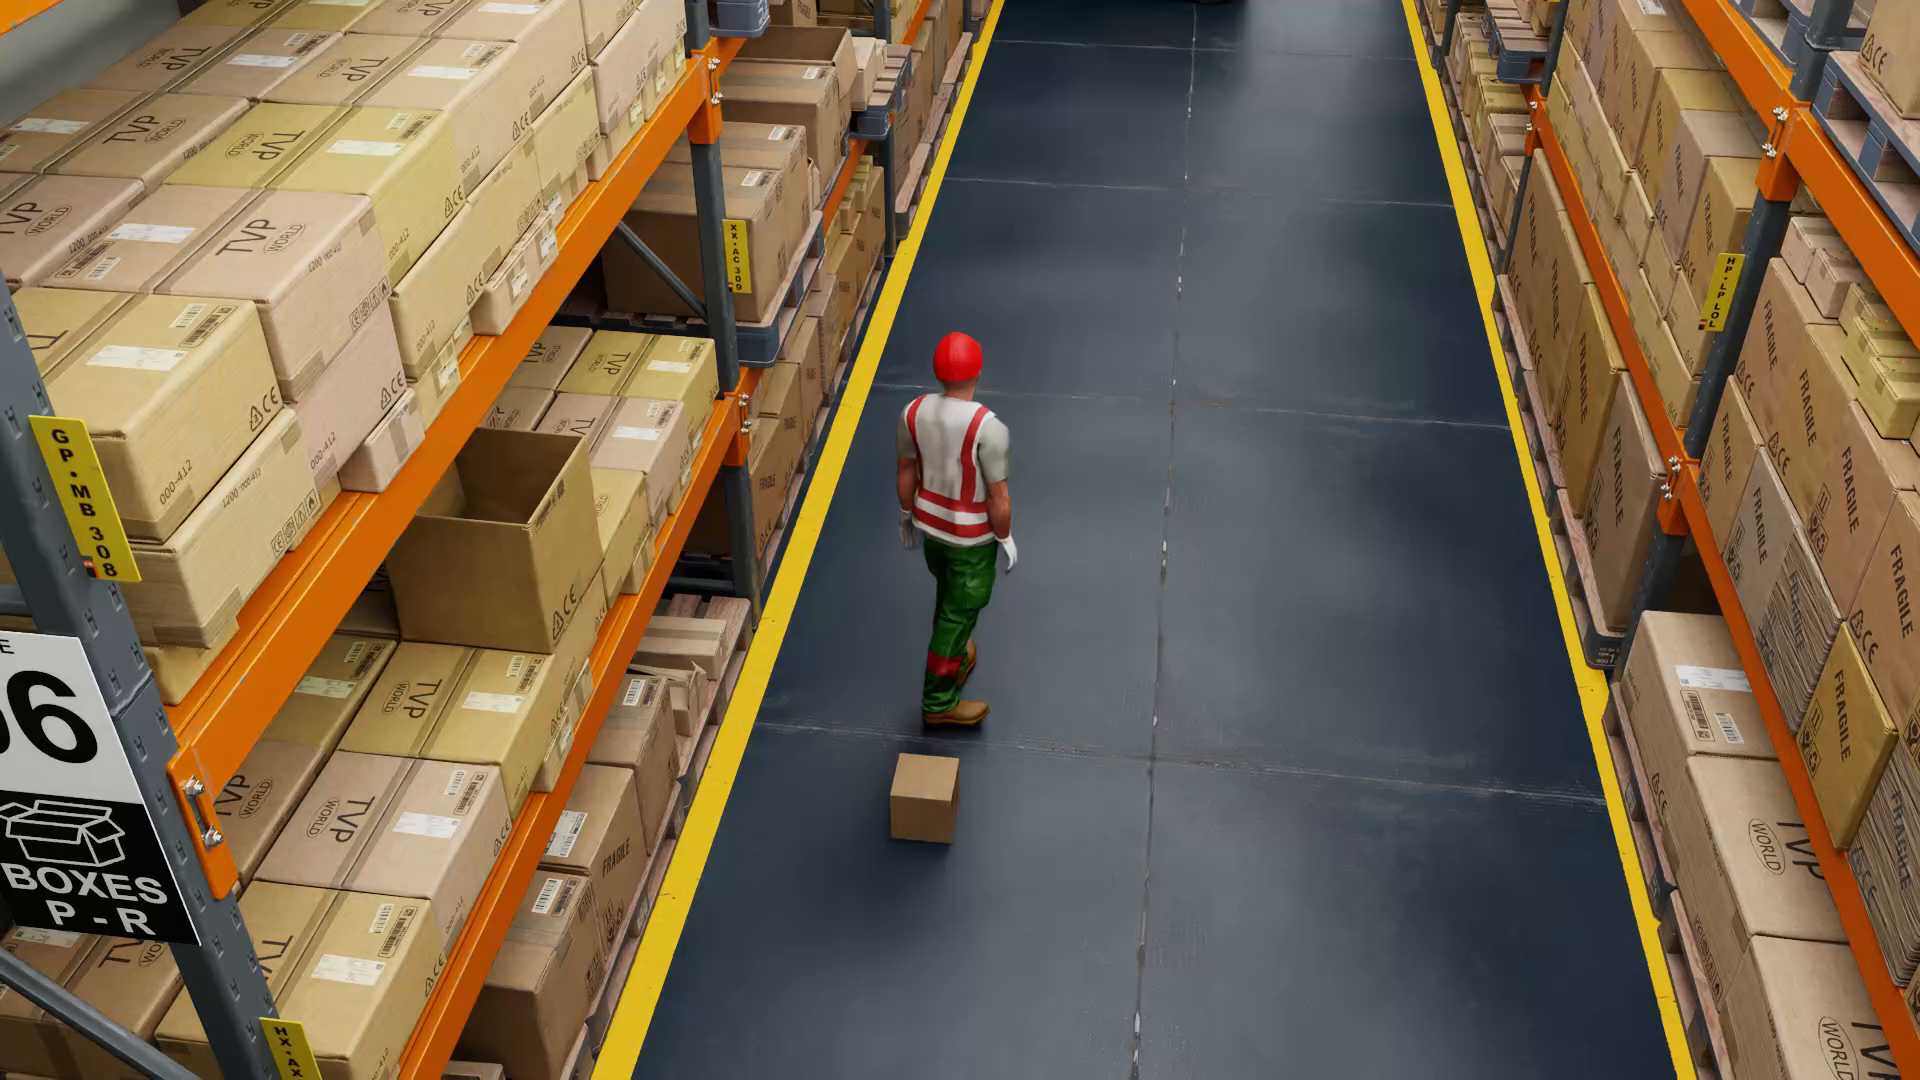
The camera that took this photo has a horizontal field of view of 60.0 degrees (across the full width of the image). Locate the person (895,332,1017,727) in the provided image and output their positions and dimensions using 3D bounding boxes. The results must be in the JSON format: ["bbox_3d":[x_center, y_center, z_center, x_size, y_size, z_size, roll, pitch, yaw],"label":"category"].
[{"bbox_3d":[-0.029,-0.034,7.071,0.569,1.779,0.574,25,43,30],"label":"person"}]
